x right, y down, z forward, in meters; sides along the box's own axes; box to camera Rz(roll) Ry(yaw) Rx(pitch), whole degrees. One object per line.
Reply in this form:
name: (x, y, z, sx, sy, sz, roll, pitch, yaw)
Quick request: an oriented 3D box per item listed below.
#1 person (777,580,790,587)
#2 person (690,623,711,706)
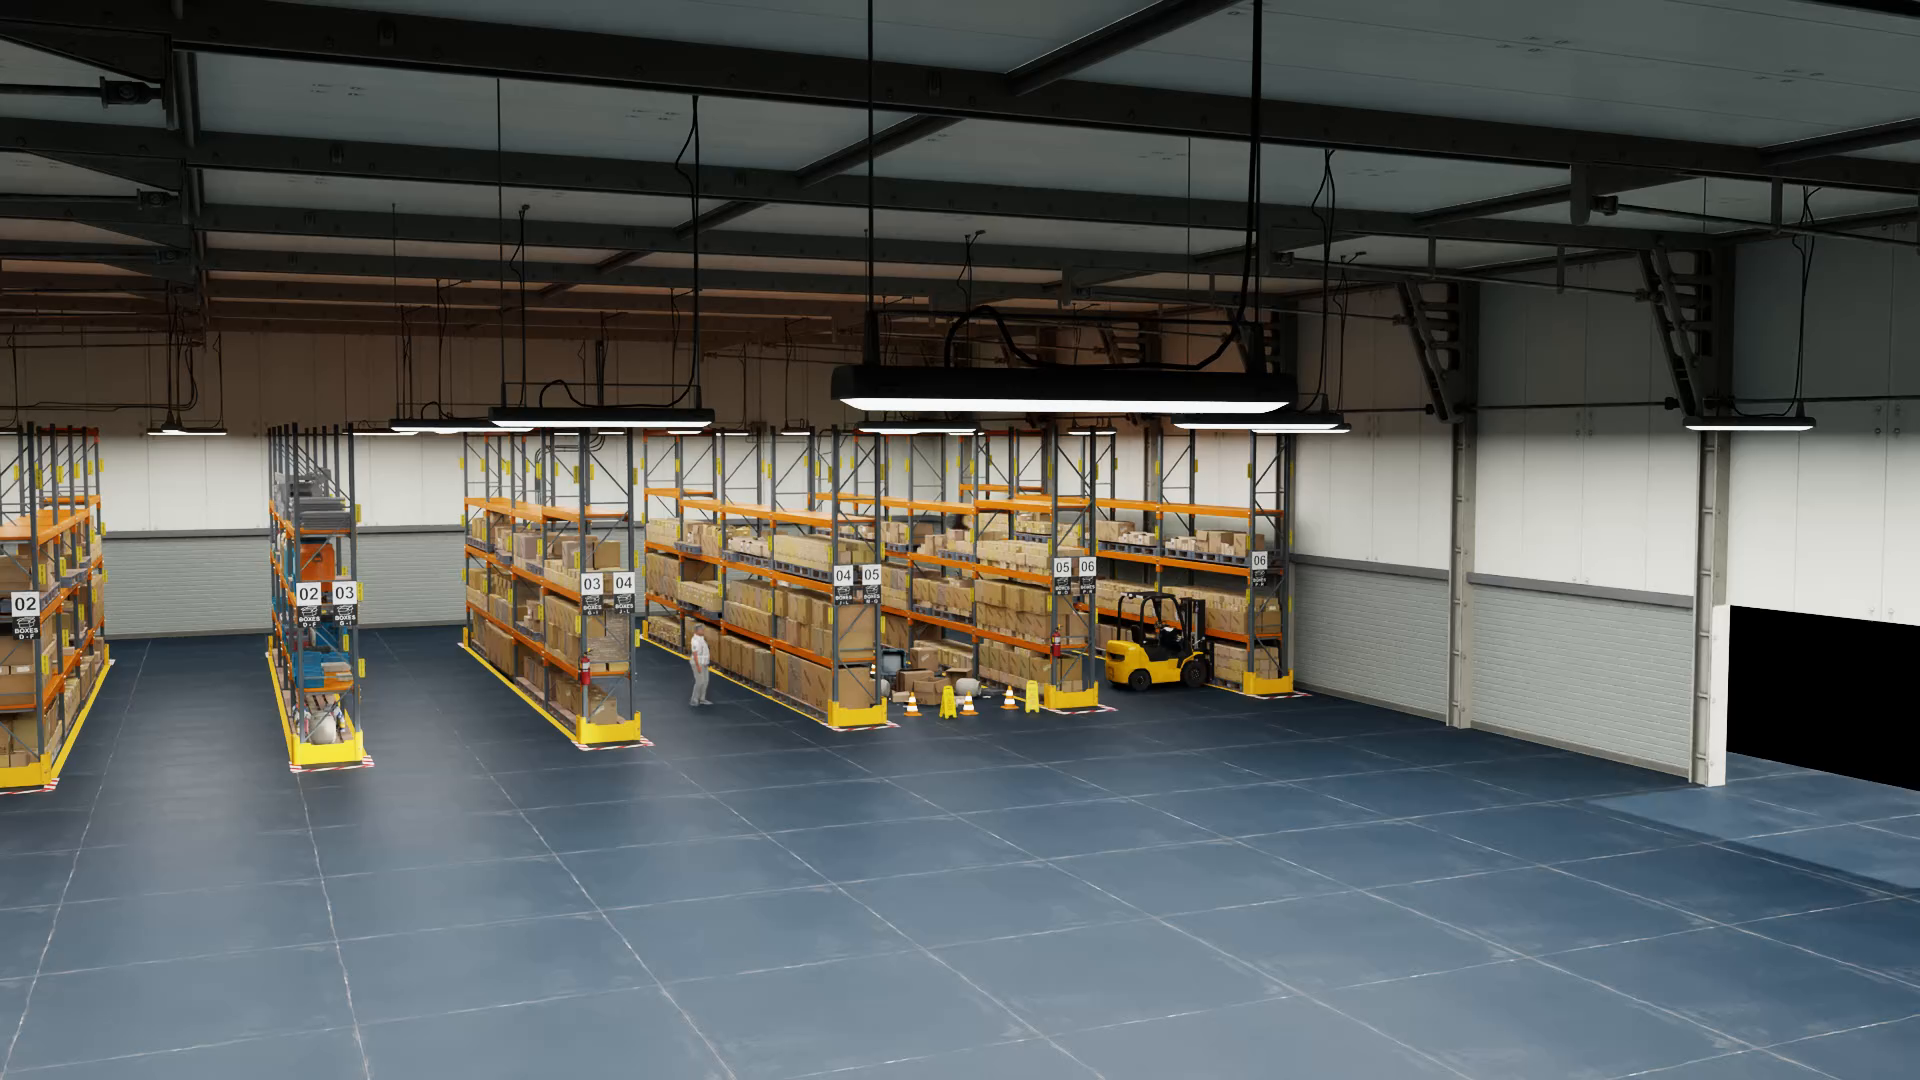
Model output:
person: (-5.747, 1.582, 53.517, 0.664, 1.739, 0.947, 3, 4, 38)
person: (-5.577, 2.711, 35.794, 0.423, 1.865, 0.599, 1, 4, 16)
